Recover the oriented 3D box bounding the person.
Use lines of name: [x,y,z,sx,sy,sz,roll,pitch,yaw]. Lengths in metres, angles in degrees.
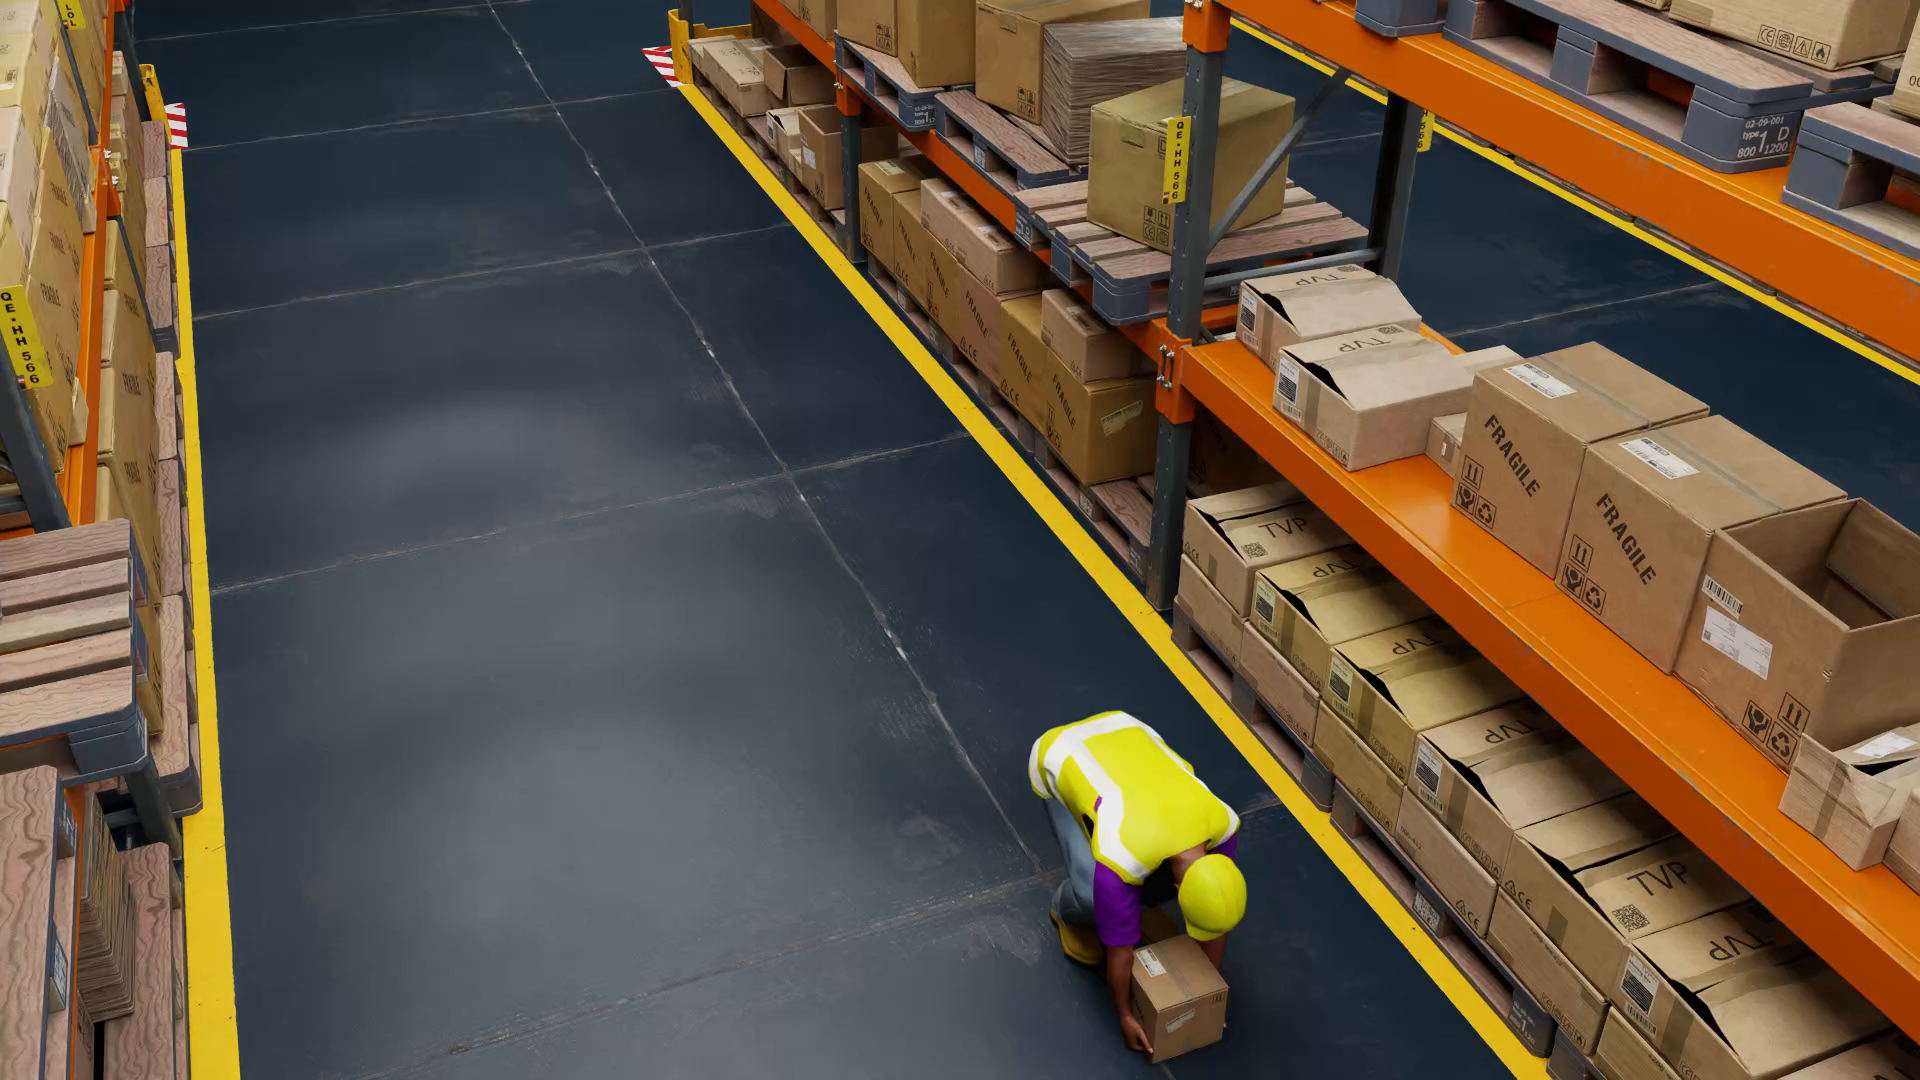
person: [0.592,1.069,5.364,0.515,0.845,0.980,-14,36,-20]
